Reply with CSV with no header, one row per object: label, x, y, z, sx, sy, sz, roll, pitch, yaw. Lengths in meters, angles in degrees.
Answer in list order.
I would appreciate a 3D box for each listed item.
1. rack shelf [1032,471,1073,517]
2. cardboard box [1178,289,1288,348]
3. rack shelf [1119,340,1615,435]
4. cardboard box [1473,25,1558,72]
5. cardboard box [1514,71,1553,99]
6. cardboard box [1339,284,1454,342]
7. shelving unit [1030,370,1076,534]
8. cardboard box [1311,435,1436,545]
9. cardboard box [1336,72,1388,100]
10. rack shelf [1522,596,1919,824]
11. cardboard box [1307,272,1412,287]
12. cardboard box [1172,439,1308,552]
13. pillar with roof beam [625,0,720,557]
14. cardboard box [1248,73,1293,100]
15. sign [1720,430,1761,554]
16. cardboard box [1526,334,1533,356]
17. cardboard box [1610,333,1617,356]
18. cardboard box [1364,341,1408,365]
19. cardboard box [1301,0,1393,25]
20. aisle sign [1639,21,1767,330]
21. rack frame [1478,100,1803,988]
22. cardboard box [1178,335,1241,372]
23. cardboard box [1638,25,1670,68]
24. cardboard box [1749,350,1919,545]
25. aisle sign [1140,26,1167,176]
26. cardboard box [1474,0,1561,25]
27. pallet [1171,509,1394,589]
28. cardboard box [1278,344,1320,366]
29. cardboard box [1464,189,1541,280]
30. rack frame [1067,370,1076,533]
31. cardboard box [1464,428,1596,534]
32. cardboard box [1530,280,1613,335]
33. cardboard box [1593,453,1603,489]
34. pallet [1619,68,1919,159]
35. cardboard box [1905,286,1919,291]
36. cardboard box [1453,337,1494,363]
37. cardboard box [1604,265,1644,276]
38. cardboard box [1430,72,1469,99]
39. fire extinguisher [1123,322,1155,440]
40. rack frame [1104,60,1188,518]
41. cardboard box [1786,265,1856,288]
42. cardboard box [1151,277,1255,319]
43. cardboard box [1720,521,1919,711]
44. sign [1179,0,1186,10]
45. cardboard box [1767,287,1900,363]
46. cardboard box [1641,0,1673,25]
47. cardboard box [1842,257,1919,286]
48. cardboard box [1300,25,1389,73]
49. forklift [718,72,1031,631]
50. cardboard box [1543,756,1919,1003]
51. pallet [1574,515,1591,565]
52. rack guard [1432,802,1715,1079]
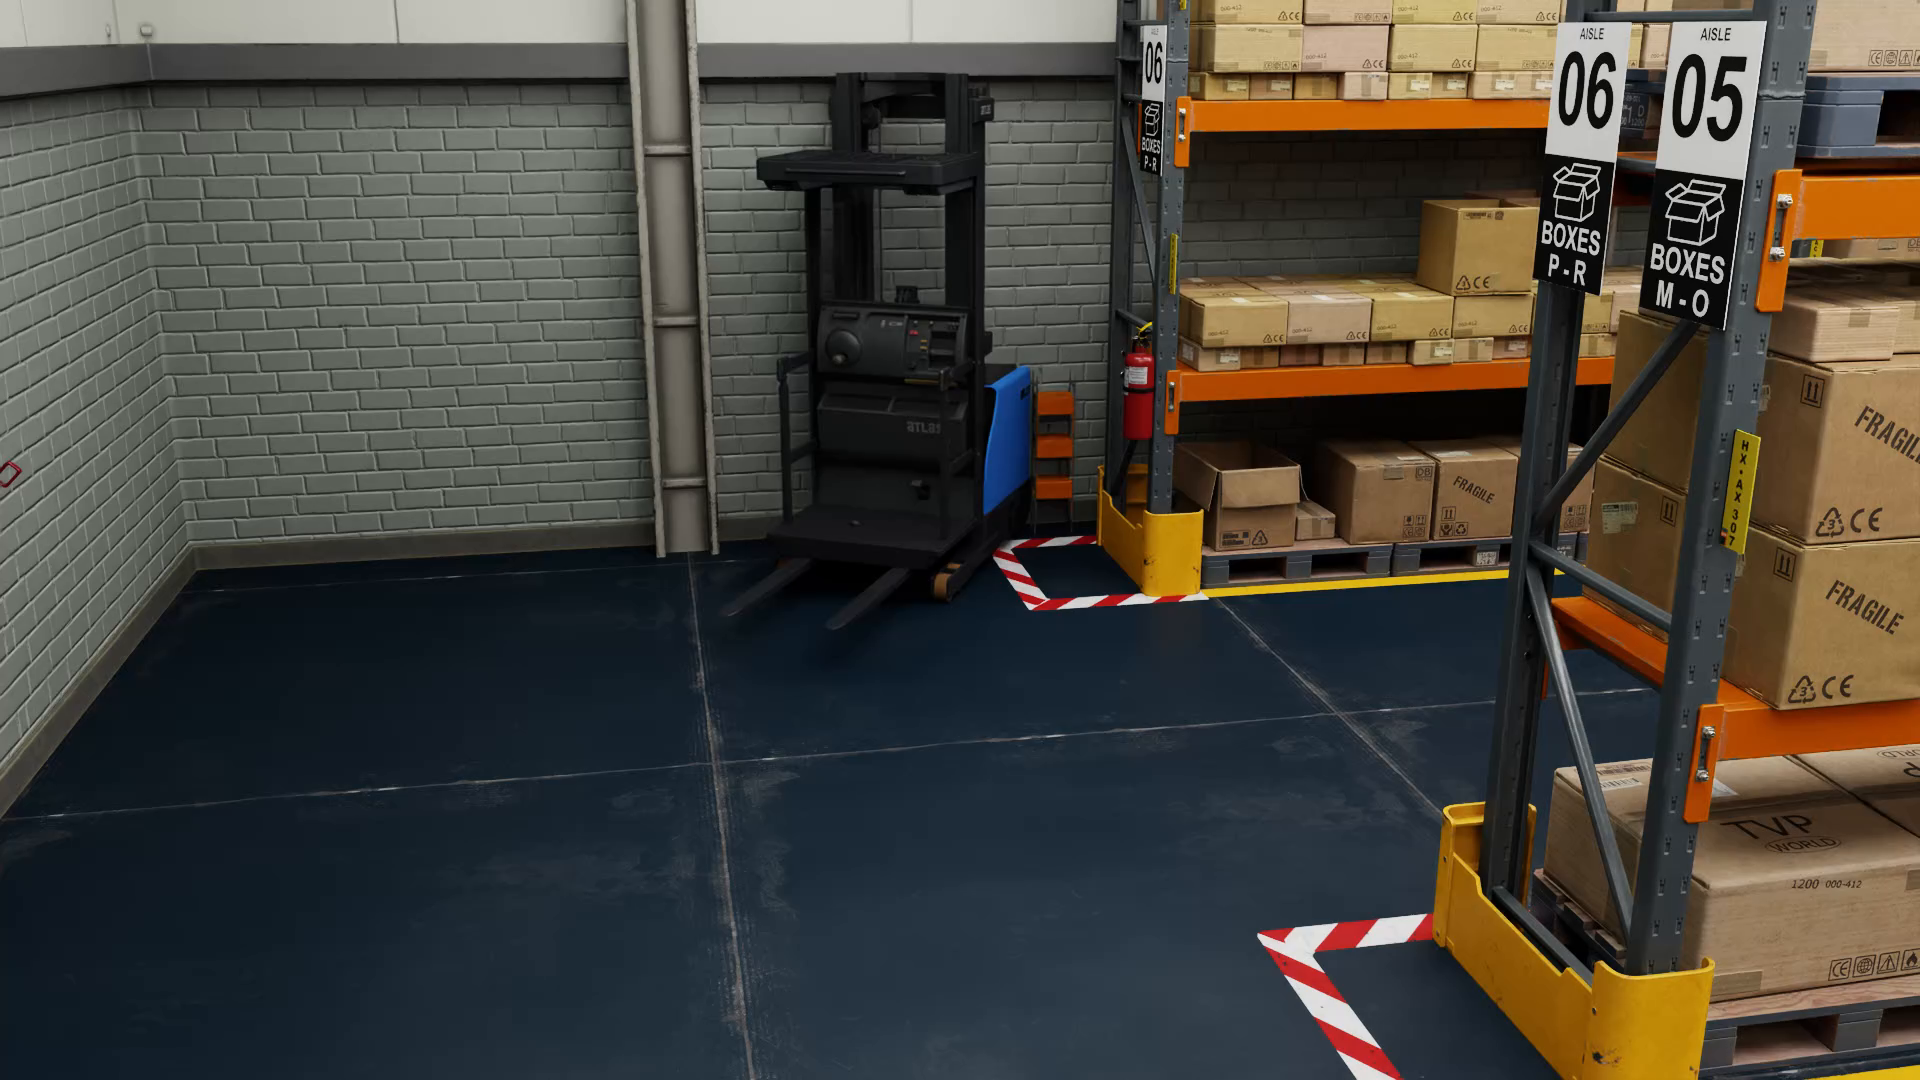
rack shelf,0.607,-0.300,10.983,0.240,0.259,0.215,-2,17,-5
cardboard box,1.571,-1.288,9.645,0.500,0.250,0.500,-3,17,-10
rack shelf,3.038,-1.037,10.305,4.000,0.370,1.077,-3,17,-10
cardboard box,3.065,-2.815,9.507,0.500,0.250,0.500,-4,17,-11
cardboard box,3.199,-2.607,9.510,0.250,0.149,0.380,-3,17,-9
cardboard box,2.563,-1.345,9.831,0.500,0.250,0.500,-4,17,-11
shelving unit,0.607,-0.576,10.898,0.252,1.050,0.215,-2,17,-5
cardboard box,2.540,-0.319,10.283,0.500,0.500,0.700,-3,17,-8
cardboard box,2.203,-2.550,9.324,0.250,0.149,0.380,-3,17,-9
rack shelf,3.983,0.393,5.647,4.000,0.370,1.077,-3,17,-10
cardboard box,2.469,-1.497,10.326,0.500,0.250,0.500,-3,17,-9
cardboard box,1.693,-0.284,10.164,0.637,0.503,0.797,-4,18,-13
pillar with roof beam,-0.927,-3.006,5.273,0.400,9.000,9.100,-3,17,-10
cardboard box,1.684,-2.556,9.345,0.250,0.149,0.380,-3,17,-9
sign,2.119,-0.130,4.518,0.005,0.325,0.100,-3,17,-10
cardboard box,3.452,-1.228,10.130,0.250,0.149,0.380,-3,17,-10
cardboard box,3.972,-1.233,10.145,0.250,0.149,0.380,-3,17,-9
cardboard box,2.461,-1.154,9.888,0.250,0.149,0.380,-3,17,-10
cardboard box,2.061,-2.988,9.221,0.500,0.250,0.500,-3,17,-11
aisle sign,2.004,-0.994,4.512,0.004,0.787,0.394,-3,17,-10
rack frame,2.020,0.161,5.179,0.127,3.000,1.000,-3,17,-10
cardboard box,1.449,-1.089,9.676,0.250,0.149,0.380,-3,17,-11
cardboard box,4.067,-2.866,9.674,0.500,0.250,0.500,-4,17,-12
cardboard box,2.545,-0.309,4.837,0.500,0.500,0.500,-4,17,-12
aisle sign,1.063,-2.424,9.167,0.004,0.787,0.394,-3,17,-10
cardboard box,3.050,-3.052,9.427,0.500,0.250,0.500,-3,17,-9
pallet,1.932,0.014,10.406,1.213,0.211,1.003,-3,17,-10
cardboard box,1.942,-1.141,9.846,0.250,0.149,0.380,-3,17,-11
cardboard box,3.489,-1.915,10.410,0.500,0.500,0.500,-4,17,-12
rack frame,0.728,-0.579,10.909,0.008,1.050,0.200,-2,17,-5
cardboard box,3.559,-0.377,10.471,0.500,0.500,0.700,-4,18,-13
cardboard box,3.567,-1.408,10.037,0.500,0.250,0.500,-3,17,-11
cardboard box,4.308,-0.439,10.998,0.500,0.311,0.500,-3,17,-8
pallet,2.746,-1.275,4.896,1.213,0.211,1.003,-3,17,-10
cardboard box,2.942,-0.631,4.781,0.250,0.149,0.380,-3,17,-9
cardboard box,2.978,-1.167,9.930,0.250,0.149,0.380,-3,17,-9
cardboard box,4.464,-1.613,10.704,0.500,0.250,0.500,-3,17,-11
cardboard box,2.690,-2.598,9.481,0.250,0.149,0.380,-3,17,-11
fire extinguisher,1.018,-0.913,9.443,0.183,0.674,0.296,-3,17,-10
rack frame,1.074,-1.270,9.837,0.127,3.000,1.000,-3,17,-10
cardboard box,2.579,-0.774,5.244,0.250,0.149,0.380,-3,17,-9
cardboard box,1.476,-1.442,10.148,0.500,0.250,0.500,-3,17,-9
cardboard box,2.545,0.169,4.982,0.500,0.500,0.500,-3,17,-11
sign,1.178,-2.965,8.759,0.005,0.325,0.100,-3,17,-10
cardboard box,2.421,-0.615,4.727,0.250,0.149,0.380,-3,17,-9
cardboard box,4.055,-3.108,9.609,0.500,0.250,0.500,-4,17,-11
cardboard box,3.071,-0.814,5.377,0.250,0.149,0.380,-3,17,-9
cardboard box,2.057,-2.754,9.310,0.500,0.250,0.500,-3,17,-9
forklift,-0.471,-1.180,9.661,1.130,2.935,3.031,6,18,18
cardboard box,2.649,1.119,5.707,0.875,0.438,0.875,-4,17,-12
pallet,4.327,-0.121,10.848,1.213,0.211,1.003,-3,17,-10
rack guard,1.996,1.357,5.542,0.348,0.500,1.175,-3,17,-10
